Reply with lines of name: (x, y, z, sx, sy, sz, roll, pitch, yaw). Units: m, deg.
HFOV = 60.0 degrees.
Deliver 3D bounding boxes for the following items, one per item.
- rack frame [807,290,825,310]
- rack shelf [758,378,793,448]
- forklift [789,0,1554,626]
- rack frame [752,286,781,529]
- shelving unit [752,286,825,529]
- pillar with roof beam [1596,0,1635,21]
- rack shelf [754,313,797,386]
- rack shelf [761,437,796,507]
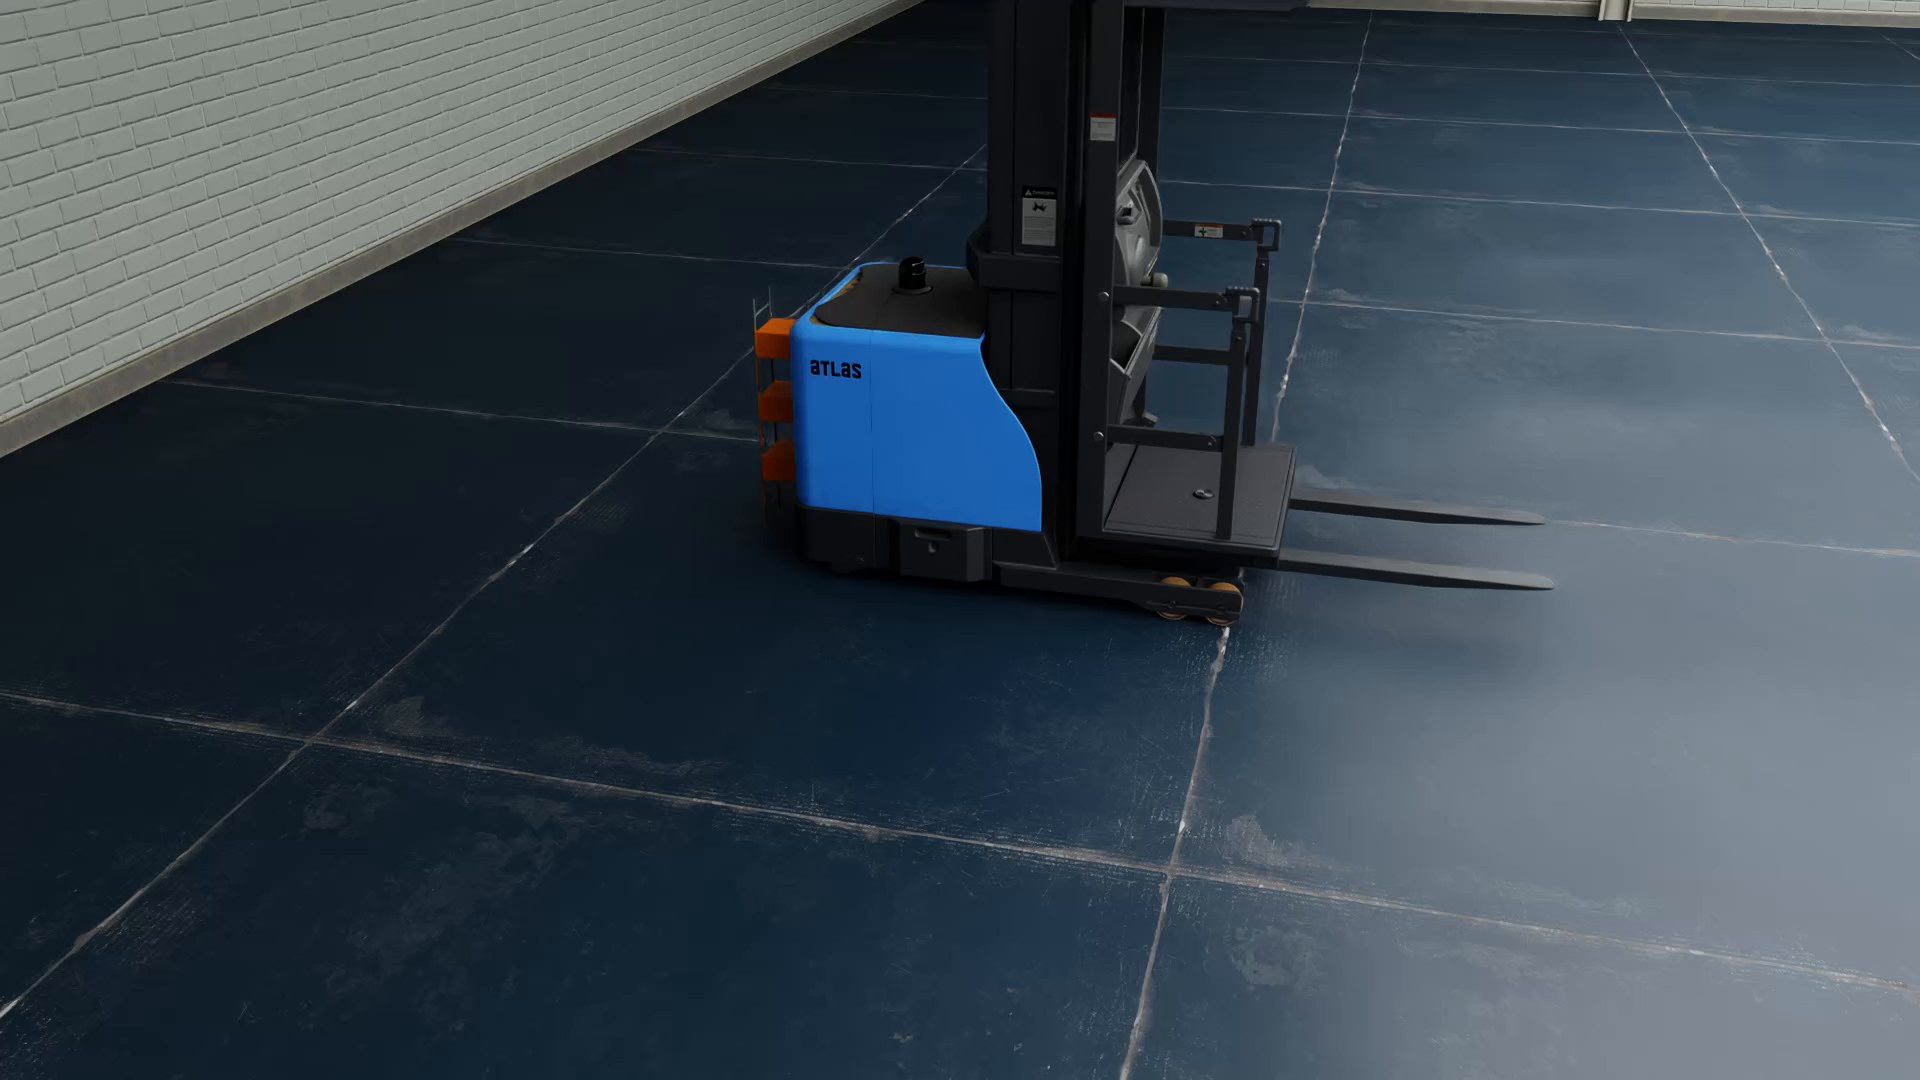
rack frame: (-0.601, -0.540, 7.164, 0.008, 1.050, 0.200, 6, 26, 13)
rack shelf: (-0.719, -0.544, 7.196, 0.240, 0.259, 0.215, 6, 26, 13)
forklift: (0.885, -1.239, 6.444, 3.031, 2.935, 1.130, 6, 26, 13)
rack frame: (-0.837, -0.567, 7.219, 0.008, 1.050, 0.200, 6, 26, 13)
shelving unit: (-0.719, -0.554, 7.191, 0.252, 1.050, 0.215, 6, 26, 13)
pillar with roof beam: (7.261, -8.916, 15.508, 0.400, 9.000, 9.100, 6, 26, 13)
rack shelf: (-0.719, -0.800, 7.074, 0.240, 0.259, 0.215, 6, 26, 13)
rack shelf: (-0.719, -0.293, 7.315, 0.240, 0.259, 0.215, 6, 26, 13)
